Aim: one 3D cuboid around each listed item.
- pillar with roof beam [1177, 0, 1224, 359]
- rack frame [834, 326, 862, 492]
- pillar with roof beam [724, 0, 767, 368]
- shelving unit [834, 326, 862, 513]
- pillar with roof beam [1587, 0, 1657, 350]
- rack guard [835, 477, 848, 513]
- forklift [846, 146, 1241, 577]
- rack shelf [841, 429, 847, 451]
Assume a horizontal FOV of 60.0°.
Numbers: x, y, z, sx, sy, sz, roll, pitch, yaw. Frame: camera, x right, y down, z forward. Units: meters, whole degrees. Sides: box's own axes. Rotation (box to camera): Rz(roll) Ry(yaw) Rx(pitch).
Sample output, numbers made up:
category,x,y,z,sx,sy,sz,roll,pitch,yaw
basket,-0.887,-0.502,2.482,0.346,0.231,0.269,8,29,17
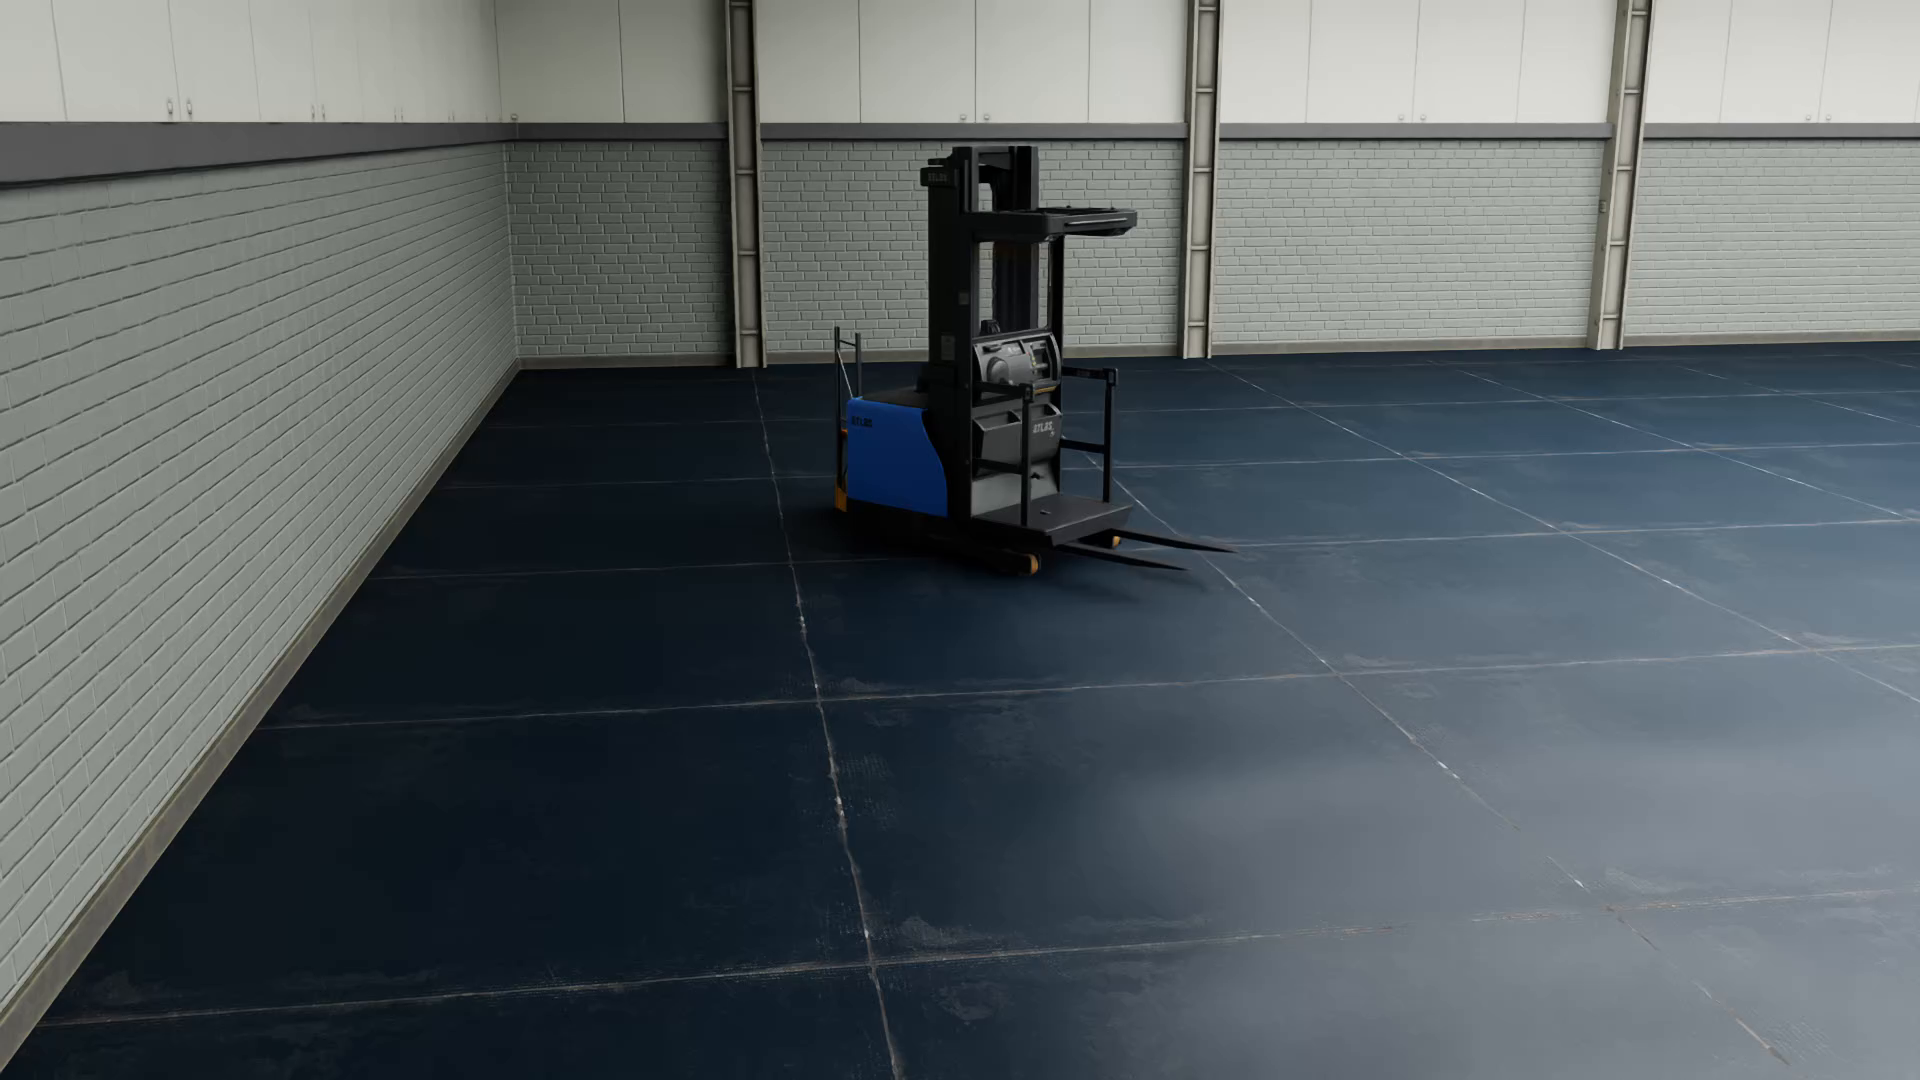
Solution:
category,x,y,z,sx,sy,sz,roll,pitch,yaw
pillar with roof beam,3.834,-5.830,17.470,0.400,9.000,9.100,-2,14,-8
rack frame,-0.896,-0.942,13.395,0.032,1.500,0.500,-7,16,-24
pillar with roof beam,-2.099,-5.613,16.603,0.400,9.000,9.100,-2,14,-8
shelving unit,-0.428,-0.996,13.609,1.083,1.500,0.587,-7,16,-24
pillar with roof beam,9.767,-6.048,18.337,0.400,9.000,9.100,-2,14,-8
rack guard,-0.878,-0.338,13.555,0.087,0.250,0.587,-7,16,-24
forklift,0.576,-1.308,11.911,3.031,2.935,1.130,12,18,39
rack shelf,-0.436,-0.820,13.649,1.000,0.185,0.538,-7,16,-24
